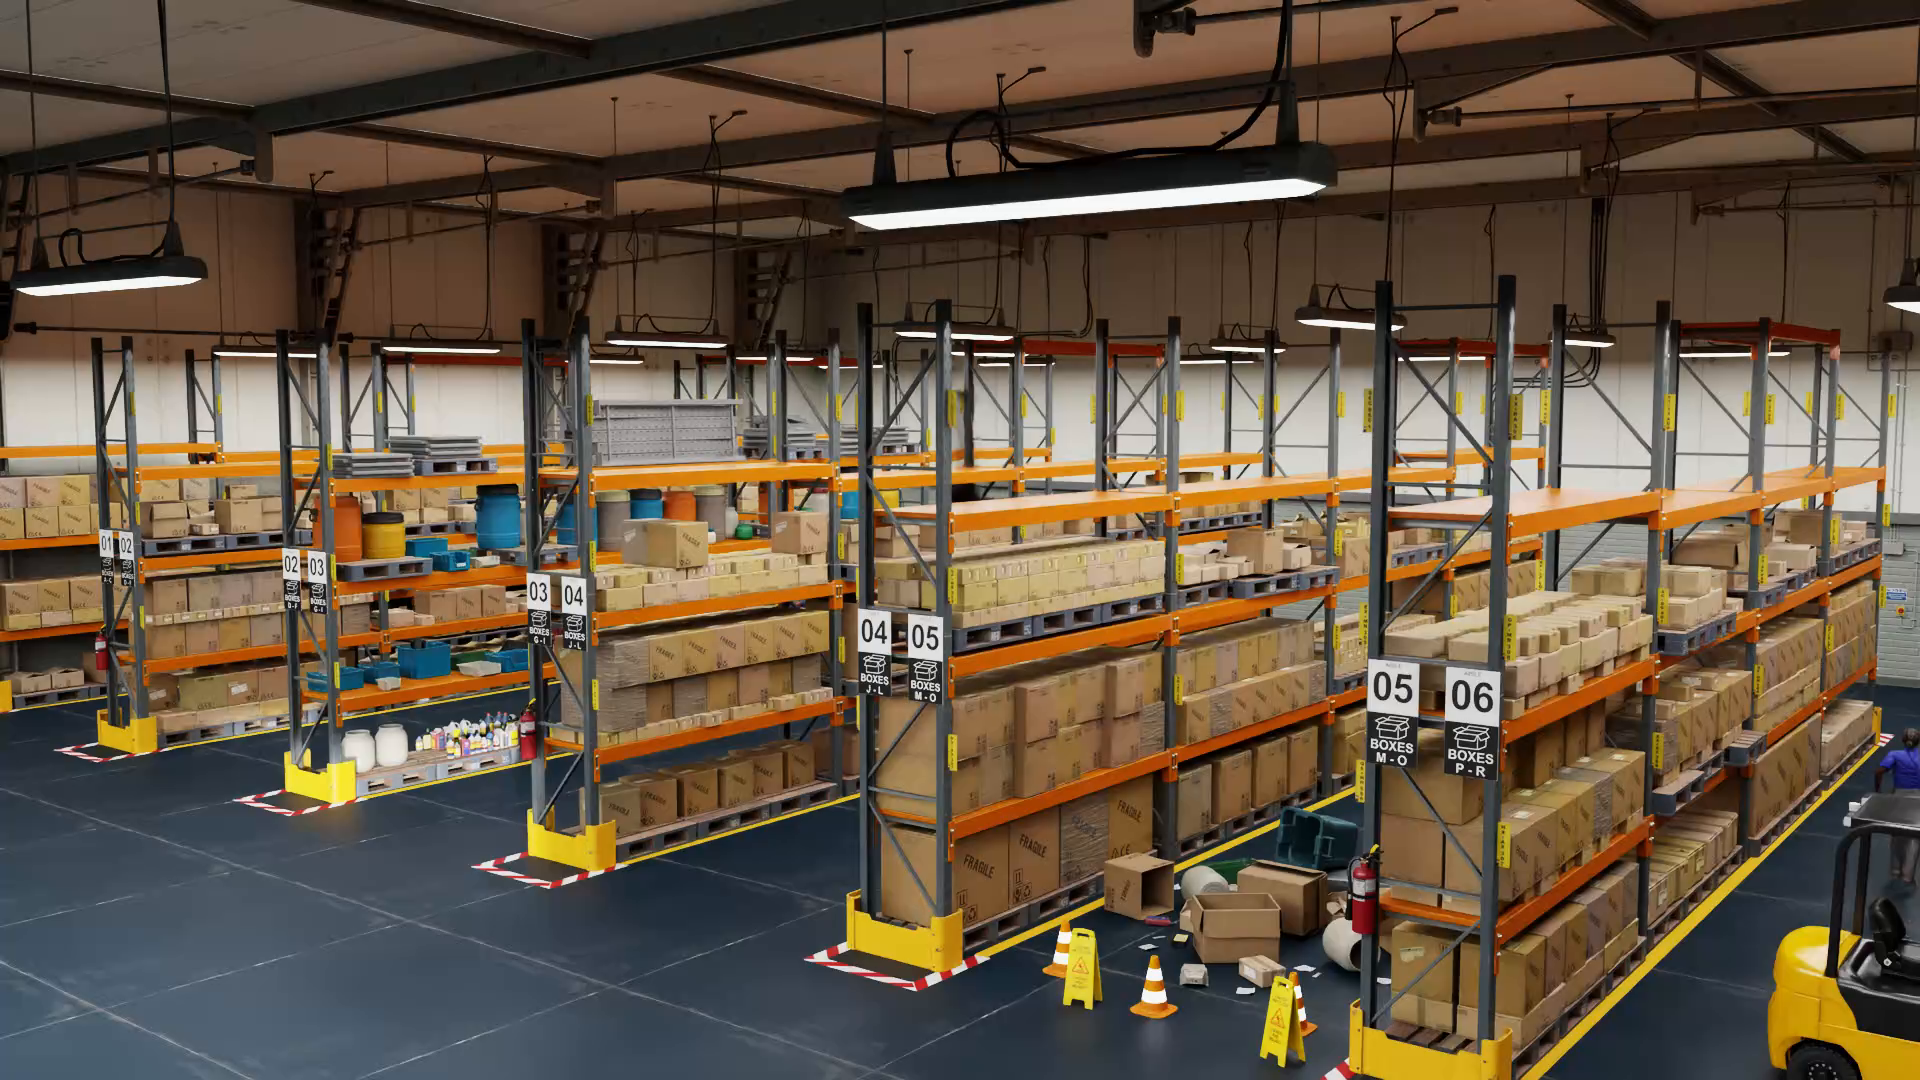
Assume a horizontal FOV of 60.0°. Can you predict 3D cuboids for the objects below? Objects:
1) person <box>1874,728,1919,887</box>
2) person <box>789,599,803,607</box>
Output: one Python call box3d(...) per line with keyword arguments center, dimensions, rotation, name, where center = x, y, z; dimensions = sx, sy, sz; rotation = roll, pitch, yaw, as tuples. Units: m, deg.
box3d(center=(9.939, 2.836, 17.470), dimensions=(0.589, 1.733, 0.758), rotation=(4, 6, 35), name="person")
box3d(center=(-3.264, 1.458, 33.080), dimensions=(0.561, 1.661, 0.562), rotation=(4, 6, 37), name="person")
